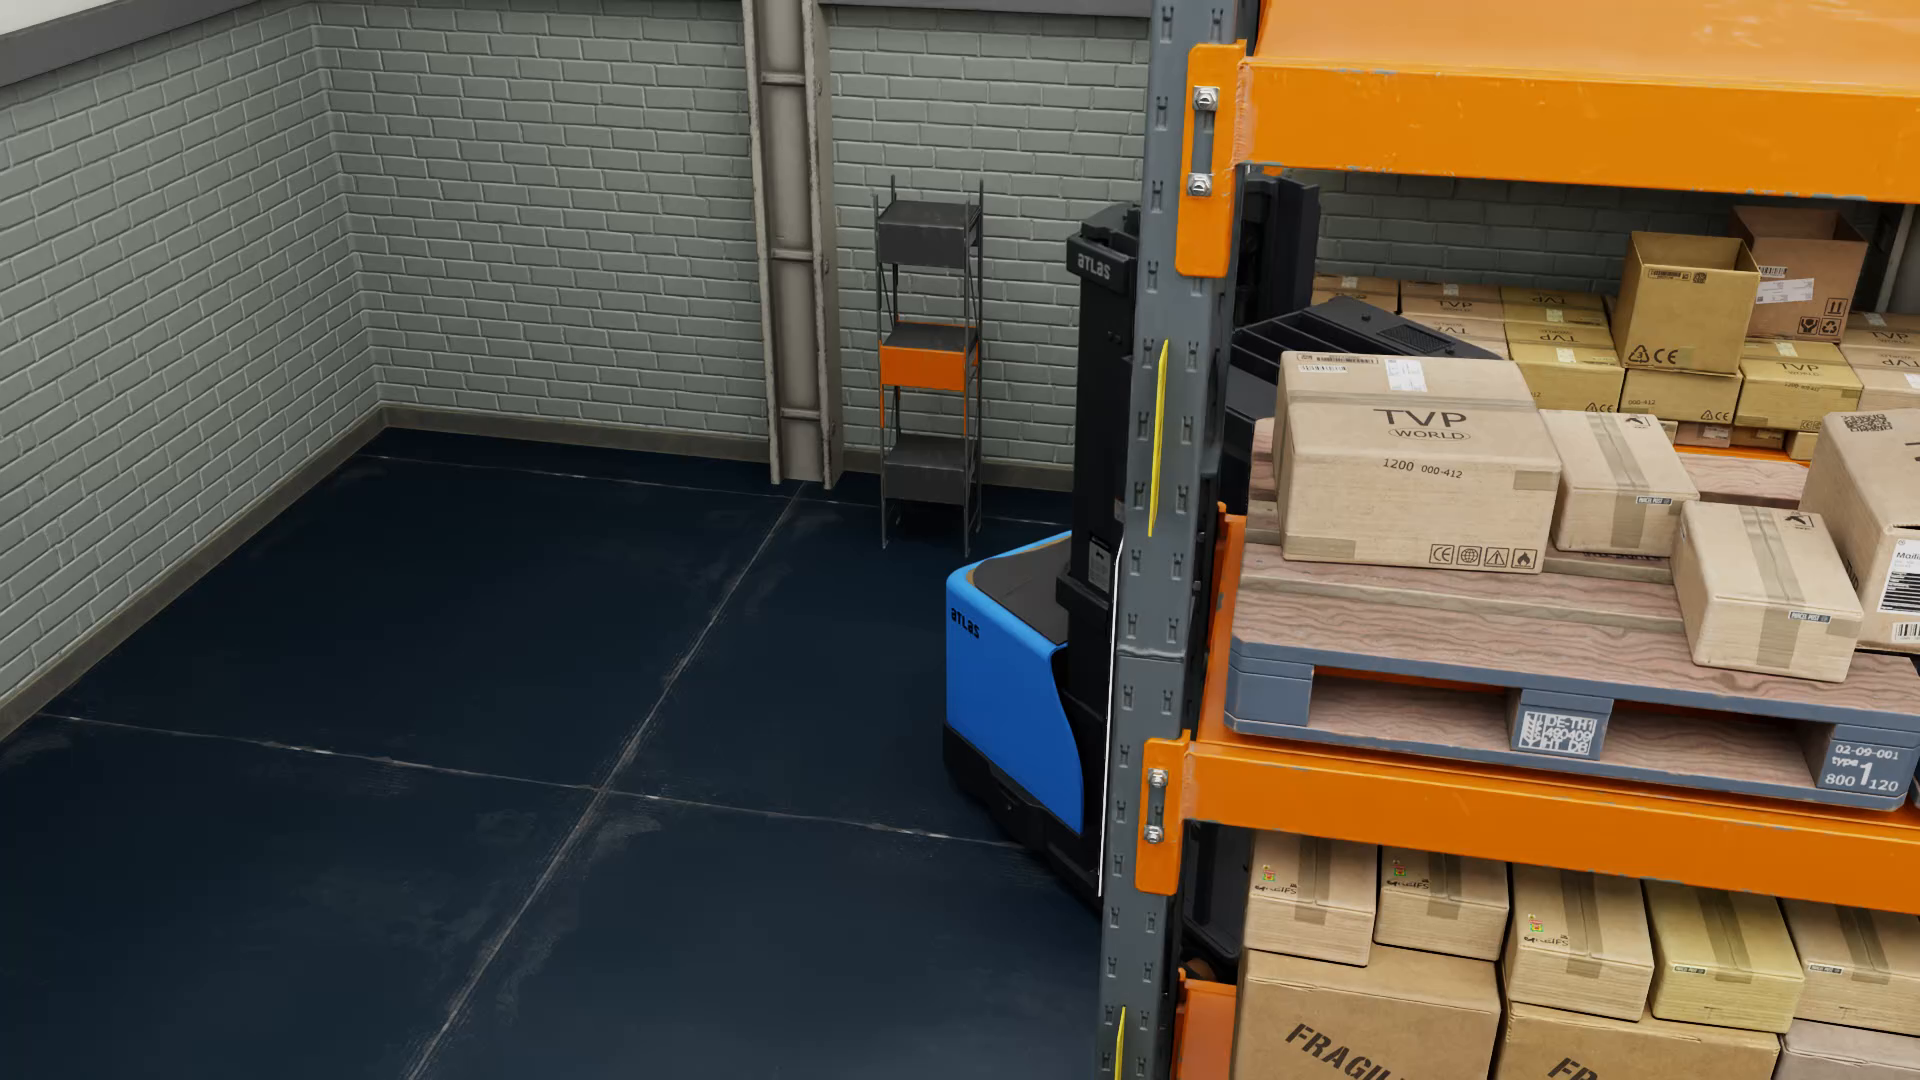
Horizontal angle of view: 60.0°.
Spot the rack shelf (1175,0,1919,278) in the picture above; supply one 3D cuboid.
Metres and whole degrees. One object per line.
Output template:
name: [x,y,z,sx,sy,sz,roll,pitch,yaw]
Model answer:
rack shelf: [2.414,-0.636,2.707,4.000,0.370,1.077,6,29,11]

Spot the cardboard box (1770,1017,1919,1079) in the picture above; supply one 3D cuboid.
cardboard box: [1.880,1.100,3.473,0.500,0.500,0.500,6,29,10]

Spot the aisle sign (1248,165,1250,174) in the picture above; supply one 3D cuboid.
aisle sign: [1.363,-2.037,7.640,0.004,0.787,0.394,6,29,11]

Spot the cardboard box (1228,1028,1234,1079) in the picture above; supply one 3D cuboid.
cardboard box: [0.867,1.443,3.887,0.500,0.500,0.500,6,29,10]

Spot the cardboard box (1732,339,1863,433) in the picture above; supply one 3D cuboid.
cardboard box: [3.876,-0.727,7.802,0.500,0.250,0.500,6,29,10]

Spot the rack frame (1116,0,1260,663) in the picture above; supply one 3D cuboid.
rack frame: [0.458,-1.328,2.805,0.127,3.000,1.000,6,29,11]

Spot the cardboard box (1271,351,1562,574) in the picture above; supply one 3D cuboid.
cardboard box: [0.917,-0.172,3.431,0.500,0.250,0.500,3,29,6]

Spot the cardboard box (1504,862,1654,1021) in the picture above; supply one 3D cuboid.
cardboard box: [1.249,0.775,3.390,0.250,0.149,0.380,7,29,12]

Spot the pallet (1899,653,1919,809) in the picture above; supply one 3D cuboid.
pallet: [2.382,0.217,3.198,1.213,0.211,1.003,6,29,11]

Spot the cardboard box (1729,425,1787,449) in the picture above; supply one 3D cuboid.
cardboard box: [3.784,-0.590,7.966,0.250,0.149,0.380,6,29,11]

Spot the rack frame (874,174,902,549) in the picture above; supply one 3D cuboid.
rack frame: [-0.401,-0.962,9.321,0.015,2.100,0.400,6,29,11]

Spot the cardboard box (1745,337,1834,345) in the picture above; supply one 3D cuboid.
cardboard box: [3.979,-0.968,8.240,0.500,0.250,0.500,6,29,12]

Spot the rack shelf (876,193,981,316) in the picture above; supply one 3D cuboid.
rack shelf: [-0.162,-1.540,8.946,0.480,0.518,0.431,6,29,11]

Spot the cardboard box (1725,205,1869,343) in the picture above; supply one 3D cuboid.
cardboard box: [4.002,-1.295,8.057,0.500,0.500,0.500,5,29,9]

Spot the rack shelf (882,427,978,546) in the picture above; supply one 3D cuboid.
rack shelf: [-0.162,-0.312,9.619,0.480,0.518,0.431,6,29,11]

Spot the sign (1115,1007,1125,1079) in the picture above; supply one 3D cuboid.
sign: [0.336,1.149,3.543,0.005,0.325,0.100,6,29,11]

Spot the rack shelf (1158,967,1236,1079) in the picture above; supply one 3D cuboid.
rack shelf: [2.414,1.820,4.052,4.000,0.370,1.077,6,29,11]

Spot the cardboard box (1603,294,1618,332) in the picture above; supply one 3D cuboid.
cardboard box: [3.495,-1.014,8.326,0.500,0.250,0.500,6,29,10]

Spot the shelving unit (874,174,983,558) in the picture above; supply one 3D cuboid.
shelving unit: [-0.162,-0.938,9.276,0.503,2.100,0.431,6,29,11]

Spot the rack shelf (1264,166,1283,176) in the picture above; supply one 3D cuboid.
rack shelf: [3.447,-1.828,7.590,4.000,0.370,1.077,6,29,11]

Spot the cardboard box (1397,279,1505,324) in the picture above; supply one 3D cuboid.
cardboard box: [2.500,-1.119,8.516,0.500,0.250,0.500,6,29,11]

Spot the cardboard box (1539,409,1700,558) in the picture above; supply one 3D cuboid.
cardboard box: [1.344,-0.123,3.447,0.250,0.149,0.380,4,29,7]

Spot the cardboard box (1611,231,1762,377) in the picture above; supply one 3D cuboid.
cardboard box: [3.345,-1.099,7.700,0.500,0.500,0.500,7,29,12]

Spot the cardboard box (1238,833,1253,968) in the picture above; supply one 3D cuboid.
cardboard box: [0.979,0.758,4.097,0.500,0.500,0.500,7,29,12]

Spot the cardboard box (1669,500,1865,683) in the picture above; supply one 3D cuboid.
cardboard box: [1.474,0.087,3.064,0.250,0.149,0.380,7,29,12]

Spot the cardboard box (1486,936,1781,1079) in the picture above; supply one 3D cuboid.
cardboard box: [1.375,1.052,3.560,0.500,0.500,0.500,5,29,9]

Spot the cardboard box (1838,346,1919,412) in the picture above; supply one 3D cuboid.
cardboard box: [4.361,-0.671,7.699,0.500,0.250,0.500,6,29,11]

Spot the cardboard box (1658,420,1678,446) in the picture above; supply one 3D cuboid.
cardboard box: [3.266,-0.587,7.959,0.250,0.149,0.380,7,29,12]

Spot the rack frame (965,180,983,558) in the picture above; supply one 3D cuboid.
rack frame: [0.077,-0.913,9.231,0.015,2.100,0.400,6,29,11]

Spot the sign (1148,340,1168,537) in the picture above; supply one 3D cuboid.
sign: [0.336,-0.170,2.821,0.005,0.325,0.100,6,29,11]

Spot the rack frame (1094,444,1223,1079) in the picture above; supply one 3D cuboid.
rack frame: [0.458,1.304,4.245,0.127,3.000,1.000,6,29,11]

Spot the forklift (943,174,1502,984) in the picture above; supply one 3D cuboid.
forklift: [1.173,0.246,6.248,1.130,2.935,3.031,-18,34,-30]

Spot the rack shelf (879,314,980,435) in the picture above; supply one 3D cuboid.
rack shelf: [-0.162,-0.926,9.283,0.480,0.518,0.431,6,29,11]

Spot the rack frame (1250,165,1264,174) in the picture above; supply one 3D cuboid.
rack frame: [1.491,-1.028,8.504,0.127,3.000,1.000,6,29,11]

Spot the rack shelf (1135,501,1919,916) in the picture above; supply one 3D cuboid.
rack shelf: [2.414,0.504,3.331,4.000,0.370,1.077,6,29,11]

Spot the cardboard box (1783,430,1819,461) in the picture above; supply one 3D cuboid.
cardboard box: [4.013,-0.512,7.823,0.250,0.149,0.380,5,29,10]

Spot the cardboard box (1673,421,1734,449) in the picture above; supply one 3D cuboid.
cardboard box: [3.533,-0.593,7.971,0.250,0.149,0.380,6,29,10]

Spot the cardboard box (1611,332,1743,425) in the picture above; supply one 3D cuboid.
cardboard box: [3.372,-0.780,7.897,0.500,0.250,0.500,5,29,9]

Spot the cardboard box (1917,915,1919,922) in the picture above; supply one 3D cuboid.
cardboard box: [2.013,0.839,3.273,0.250,0.149,0.380,6,29,11]

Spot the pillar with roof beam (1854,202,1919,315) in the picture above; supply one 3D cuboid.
pillar with roof beam: [4.011,-1.730,3.538,0.400,9.000,9.100,6,29,11]

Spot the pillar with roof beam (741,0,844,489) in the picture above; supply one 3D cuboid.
pillar with roof beam: [-1.857,-2.331,4.637,0.400,9.000,9.100,6,29,11]

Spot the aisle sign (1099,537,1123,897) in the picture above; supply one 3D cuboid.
aisle sign: [0.327,0.292,3.385,0.004,0.787,0.394,6,29,11]

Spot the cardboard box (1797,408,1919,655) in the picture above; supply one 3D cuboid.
cardboard box: [1.911,-0.028,3.105,0.500,0.311,0.500,6,29,11]

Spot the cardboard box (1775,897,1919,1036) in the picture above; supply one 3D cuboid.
cardboard box: [1.778,0.794,3.354,0.250,0.149,0.380,6,29,11]

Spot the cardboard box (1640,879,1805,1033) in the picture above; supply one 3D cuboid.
cardboard box: [1.510,0.793,3.357,0.250,0.149,0.380,5,29,9]

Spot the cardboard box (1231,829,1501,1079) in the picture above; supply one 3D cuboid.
cardboard box: [0.868,1.003,3.649,0.500,0.500,0.500,5,29,9]

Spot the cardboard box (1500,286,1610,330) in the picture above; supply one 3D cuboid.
cardboard box: [2.983,-1.067,8.422,0.500,0.250,0.500,7,29,12]

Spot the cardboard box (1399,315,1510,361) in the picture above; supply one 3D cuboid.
cardboard box: [2.371,-0.870,8.062,0.500,0.250,0.500,6,29,11]

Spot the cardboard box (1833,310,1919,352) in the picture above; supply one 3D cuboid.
cardboard box: [4.483,-0.915,8.144,0.500,0.250,0.500,6,29,10]

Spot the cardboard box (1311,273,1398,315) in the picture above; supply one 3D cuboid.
cardboard box: [1.996,-1.171,8.612,0.500,0.250,0.500,7,29,12]

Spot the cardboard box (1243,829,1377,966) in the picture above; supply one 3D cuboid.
cardboard box: [0.747,0.702,3.523,0.250,0.149,0.380,6,29,12]

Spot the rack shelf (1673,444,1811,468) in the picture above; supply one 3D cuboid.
rack shelf: [3.447,-0.512,8.310,4.000,0.370,1.077,6,29,11]

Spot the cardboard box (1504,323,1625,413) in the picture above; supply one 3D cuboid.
cardboard box: [2.868,-0.821,7.972,0.500,0.250,0.500,5,29,10]

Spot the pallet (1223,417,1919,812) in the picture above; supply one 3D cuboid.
pallet: [1.186,0.096,3.419,1.213,0.211,1.003,6,29,11]

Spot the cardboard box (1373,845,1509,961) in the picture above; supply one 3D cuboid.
cardboard box: [1.019,0.695,3.536,0.250,0.149,0.380,7,29,12]
